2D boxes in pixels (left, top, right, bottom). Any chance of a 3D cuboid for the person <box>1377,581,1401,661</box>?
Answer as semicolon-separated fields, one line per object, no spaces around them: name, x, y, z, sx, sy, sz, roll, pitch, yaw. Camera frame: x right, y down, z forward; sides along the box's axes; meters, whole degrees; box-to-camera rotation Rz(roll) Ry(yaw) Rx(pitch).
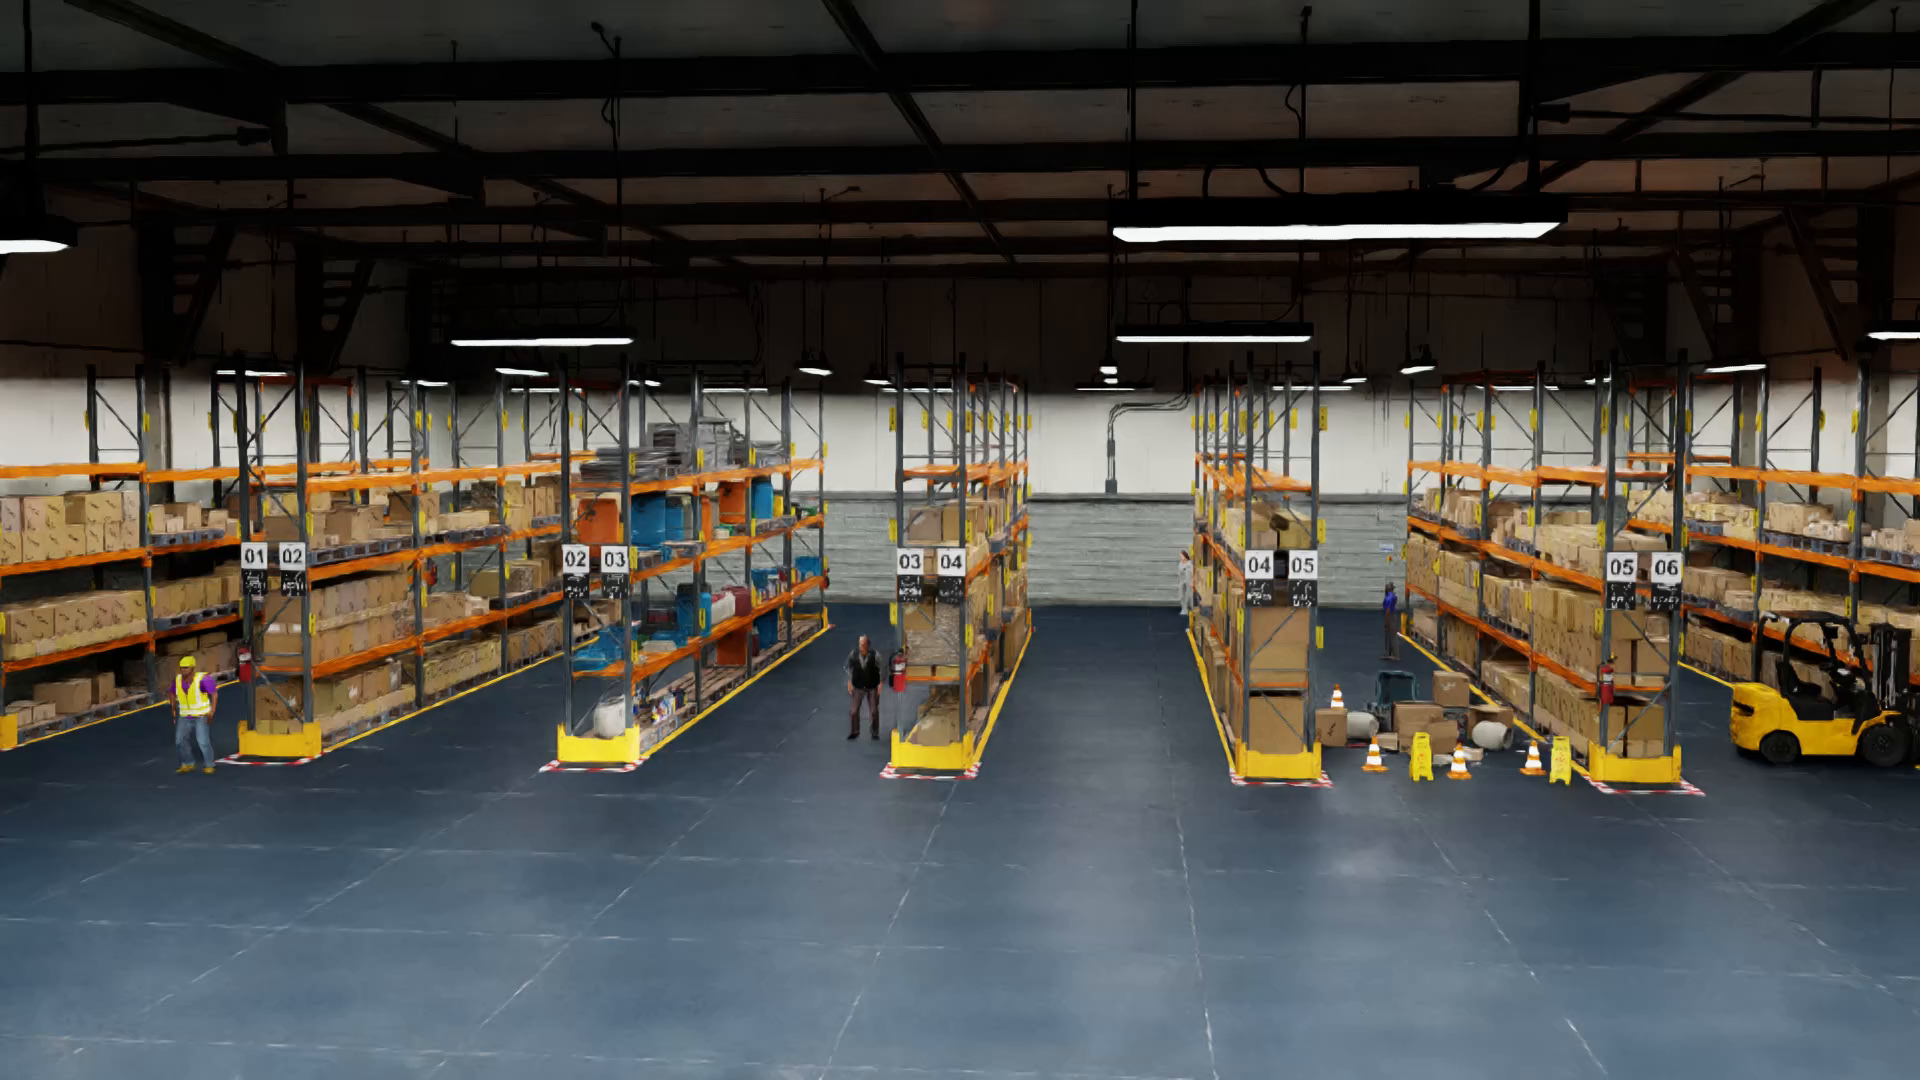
person;9.003;1.685;34.879;0.529;1.653;0.565;2;4;24

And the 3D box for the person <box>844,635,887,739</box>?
person;-1.490;2.316;26.153;0.677;1.674;0.512;0;4;6

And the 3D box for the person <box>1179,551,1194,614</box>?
person;5.938;1.100;43.345;0.504;1.658;0.565;4;5;42

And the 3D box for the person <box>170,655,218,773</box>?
person;-10.885;2.477;23.601;0.719;1.714;0.578;0;4;4
